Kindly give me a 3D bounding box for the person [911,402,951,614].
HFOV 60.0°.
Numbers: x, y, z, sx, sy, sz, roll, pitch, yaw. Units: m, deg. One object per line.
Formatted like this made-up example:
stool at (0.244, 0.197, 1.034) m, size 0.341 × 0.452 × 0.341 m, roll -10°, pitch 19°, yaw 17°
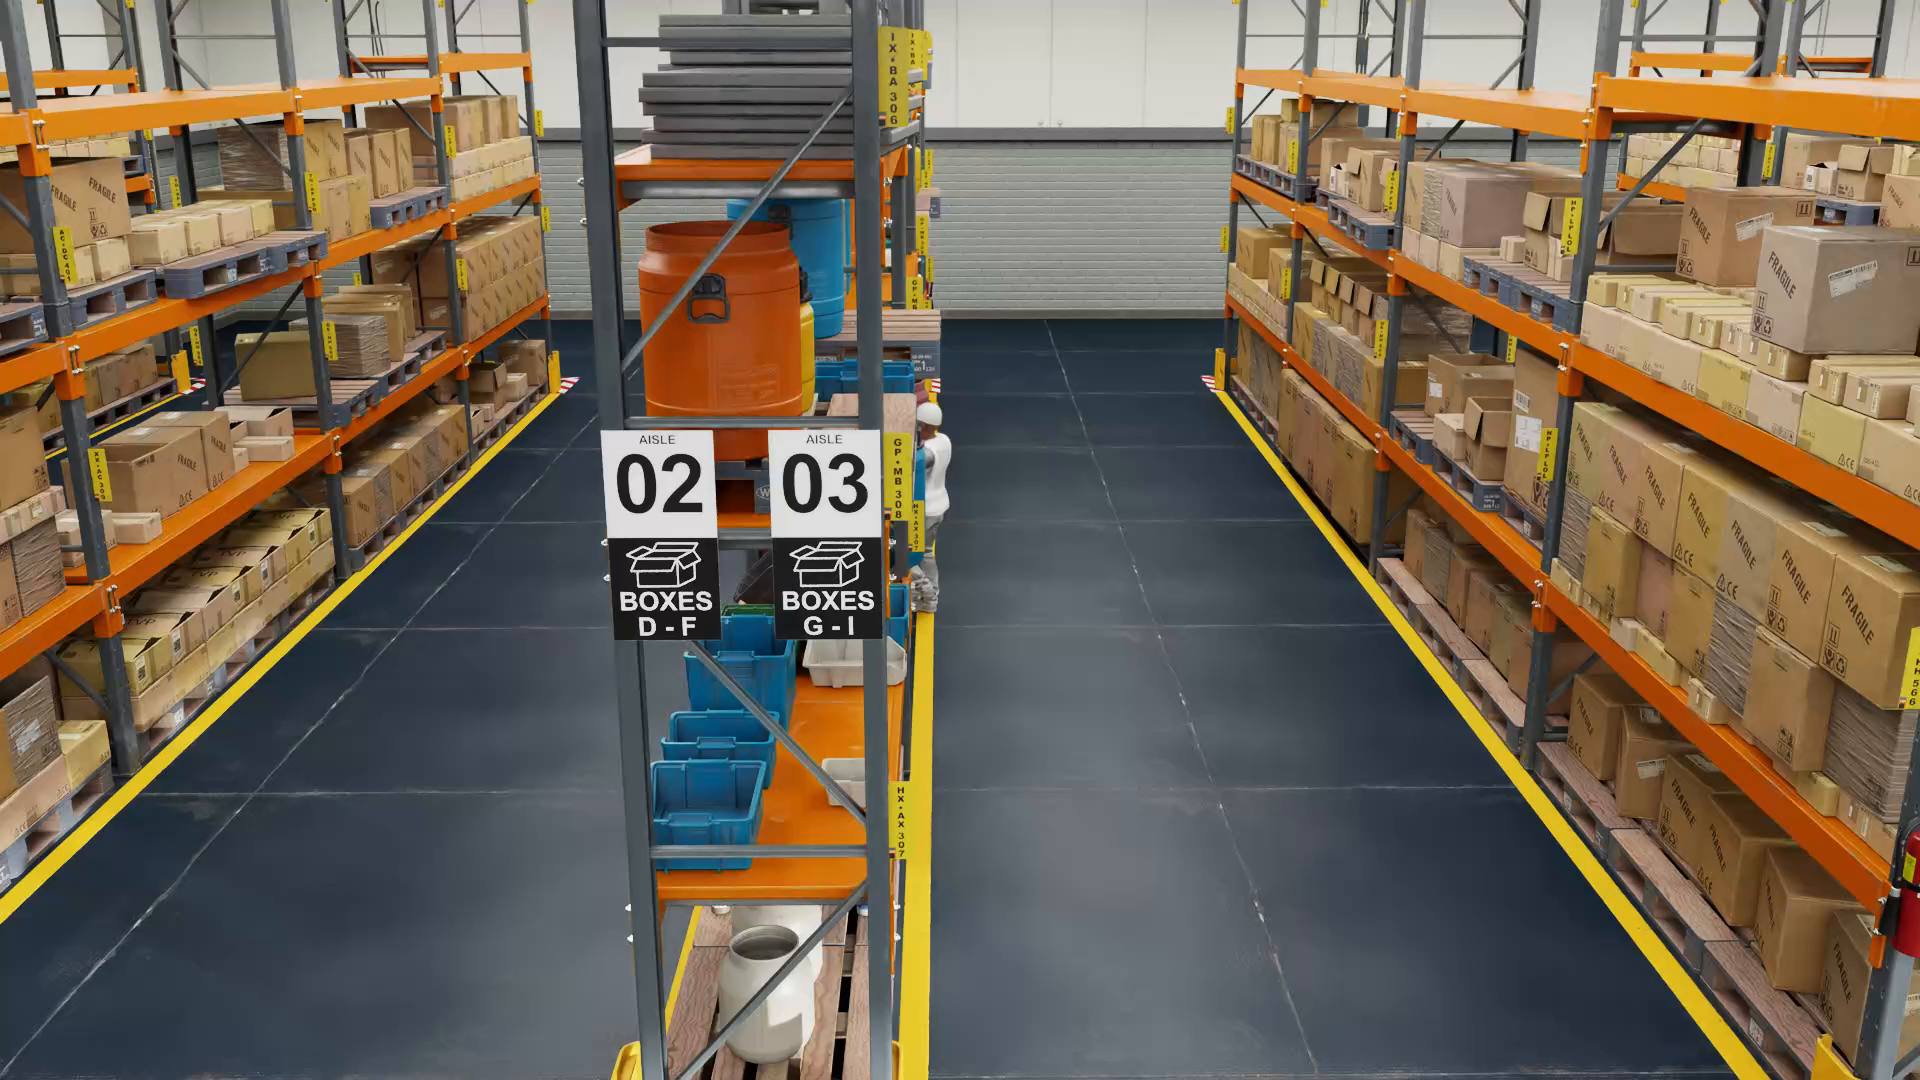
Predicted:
person at (-0.387, -0.234, 13.281) m, size 0.576 × 1.780 × 0.480 m, roll 5°, pitch 18°, yaw 16°
